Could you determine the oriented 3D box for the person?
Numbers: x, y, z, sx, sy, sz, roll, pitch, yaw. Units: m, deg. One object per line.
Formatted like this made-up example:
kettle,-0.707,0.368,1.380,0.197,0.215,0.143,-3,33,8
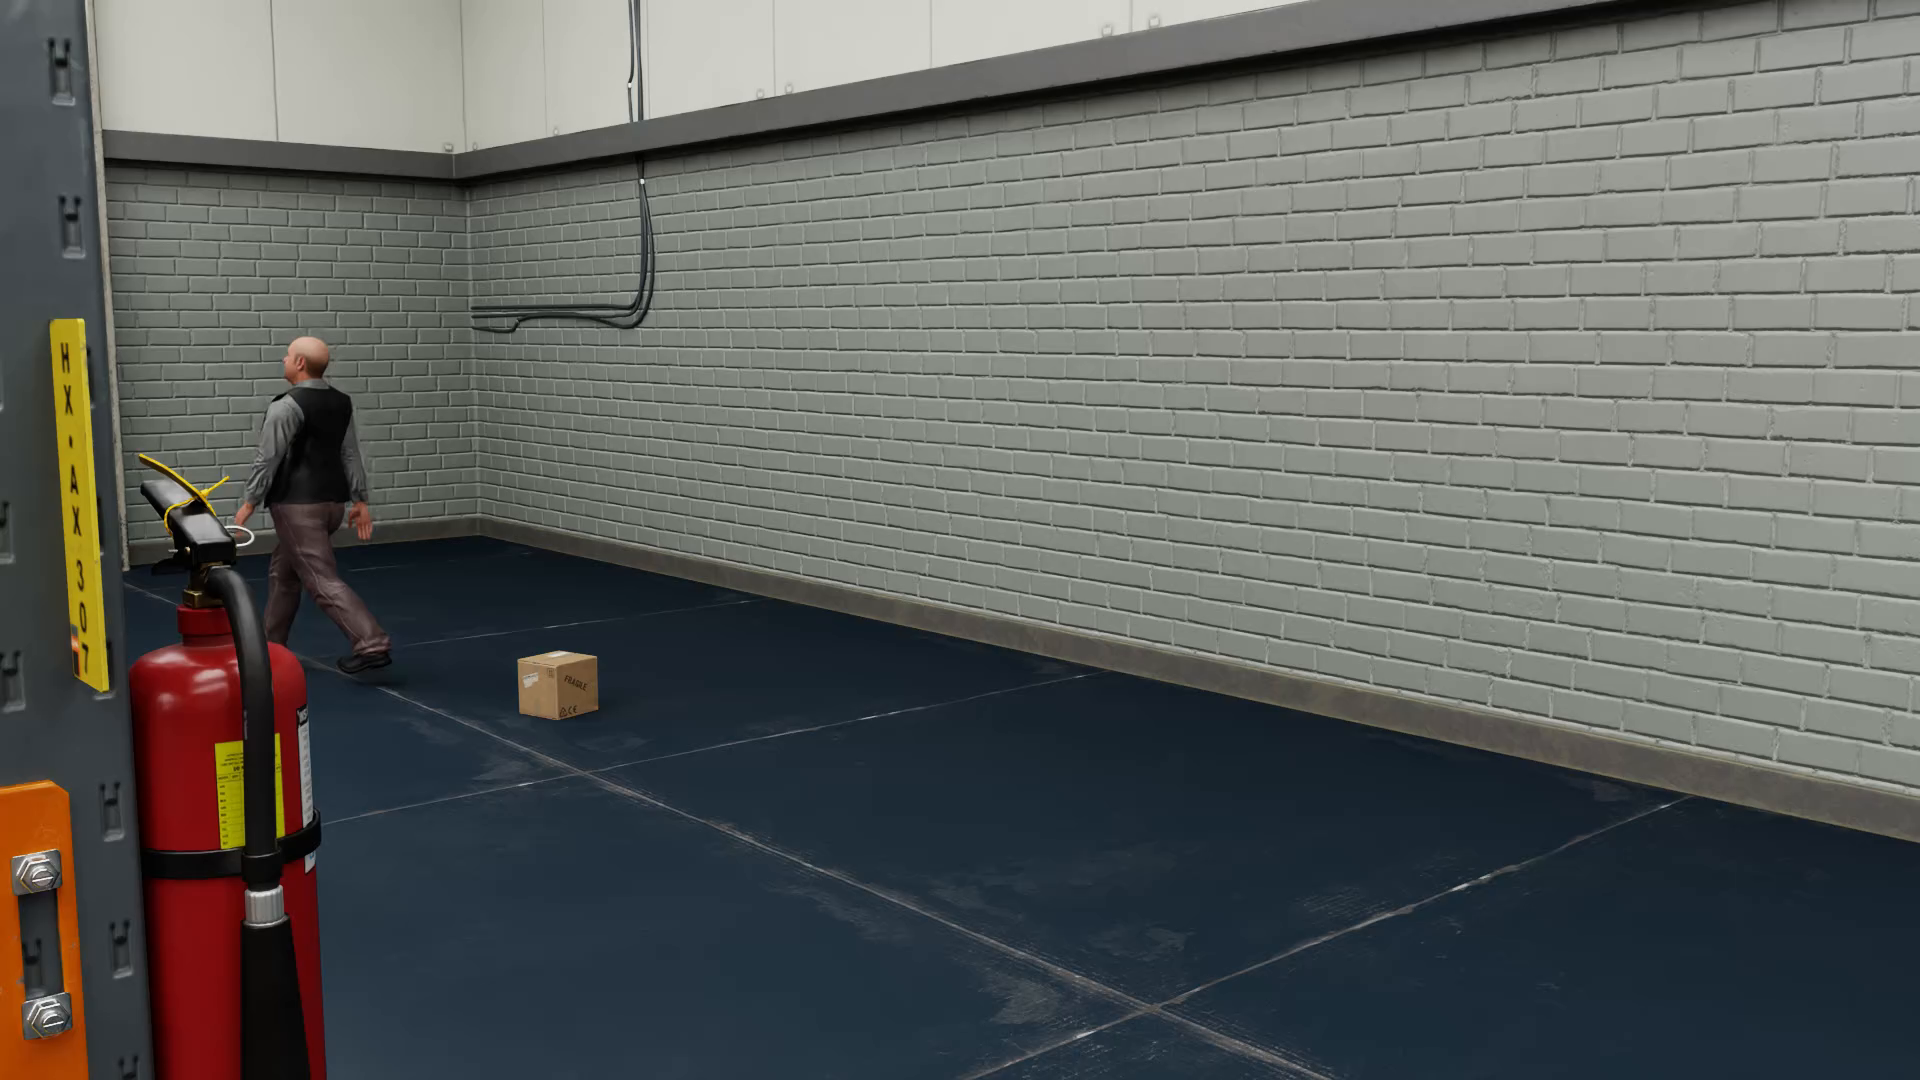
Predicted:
person,-3.250,-0.161,8.185,1.073,1.670,0.564,2,8,13
